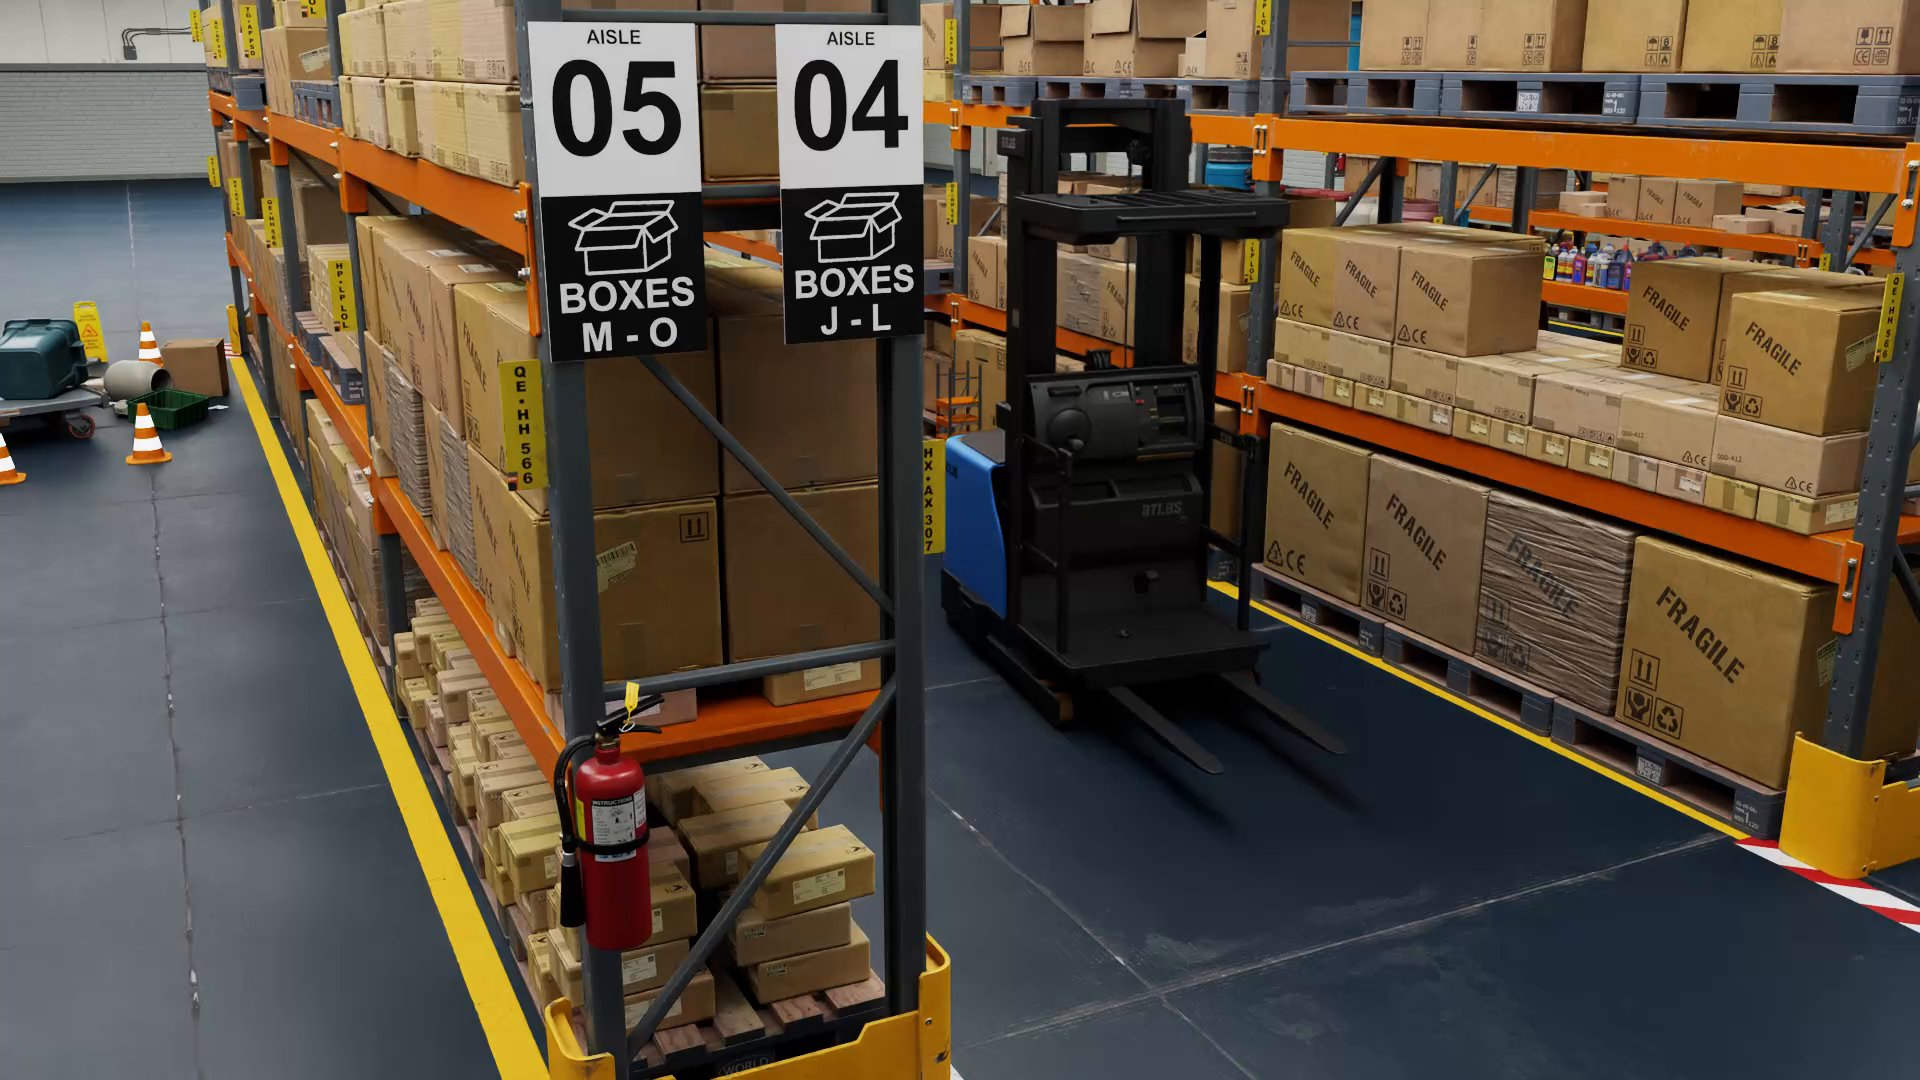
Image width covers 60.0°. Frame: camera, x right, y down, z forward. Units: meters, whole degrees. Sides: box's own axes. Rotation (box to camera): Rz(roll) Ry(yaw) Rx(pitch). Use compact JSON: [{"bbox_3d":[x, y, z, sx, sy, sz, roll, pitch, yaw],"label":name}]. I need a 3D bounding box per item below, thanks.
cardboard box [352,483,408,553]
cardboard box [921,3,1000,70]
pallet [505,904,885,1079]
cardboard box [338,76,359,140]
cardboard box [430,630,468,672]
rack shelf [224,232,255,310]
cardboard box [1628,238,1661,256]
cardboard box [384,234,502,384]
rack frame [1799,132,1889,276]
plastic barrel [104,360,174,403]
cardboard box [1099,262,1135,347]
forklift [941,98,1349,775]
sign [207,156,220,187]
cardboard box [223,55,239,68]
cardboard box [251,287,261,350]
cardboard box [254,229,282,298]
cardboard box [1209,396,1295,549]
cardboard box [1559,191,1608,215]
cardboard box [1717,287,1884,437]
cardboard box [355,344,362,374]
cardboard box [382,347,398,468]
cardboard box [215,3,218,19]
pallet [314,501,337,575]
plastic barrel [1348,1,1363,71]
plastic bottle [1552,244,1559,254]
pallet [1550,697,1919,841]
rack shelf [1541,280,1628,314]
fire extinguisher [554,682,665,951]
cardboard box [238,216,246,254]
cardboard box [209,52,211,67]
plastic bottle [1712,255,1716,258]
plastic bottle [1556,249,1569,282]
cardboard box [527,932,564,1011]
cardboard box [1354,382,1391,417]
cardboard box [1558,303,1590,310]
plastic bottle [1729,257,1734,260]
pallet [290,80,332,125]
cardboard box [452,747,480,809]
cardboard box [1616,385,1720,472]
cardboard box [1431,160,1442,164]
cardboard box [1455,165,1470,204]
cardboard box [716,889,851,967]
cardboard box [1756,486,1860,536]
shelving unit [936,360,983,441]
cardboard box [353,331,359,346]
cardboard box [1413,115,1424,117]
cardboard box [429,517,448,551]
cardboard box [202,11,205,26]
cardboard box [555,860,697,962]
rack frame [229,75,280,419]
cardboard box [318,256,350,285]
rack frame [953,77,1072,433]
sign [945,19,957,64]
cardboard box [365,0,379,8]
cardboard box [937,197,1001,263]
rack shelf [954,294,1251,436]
[{"bbox_3d":[-2.881,-0.144,8.724,0.500,0.250,0.500,-8,18,-26],"label":"cardboard box"},{"bbox_3d":[-0.010,-4.013,13.272,0.500,0.500,0.500,-7,17,-23],"label":"cardboard box"},{"bbox_3d":[-0.932,1.479,5.715,1.003,0.211,1.213,-8,18,-25],"label":"pallet"},{"bbox_3d":[-2.362,-1.852,7.100,0.500,0.250,0.500,-7,17,-22],"label":"cardboard box"},{"bbox_3d":[-2.140,0.496,7.411,0.380,0.149,0.250,-8,18,-26],"label":"cardboard box"},{"bbox_3d":[-6.708,-2.763,16.744,1.077,0.370,4.000,-8,18,-25],"label":"rack shelf"},{"bbox_3d":[10.749,-4.570,25.813,0.500,0.311,0.500,-6,17,-20],"label":"cardboard box"},{"bbox_3d":[-1.915,-0.904,6.429,0.500,0.500,0.500,-7,18,-24],"label":"cardboard box"},{"bbox_3d":[9.330,-3.391,17.630,1.000,3.000,0.127,-8,18,-25],"label":"rack frame"},{"bbox_3d":[-7.708,-1.470,15.606,0.512,0.421,0.421,4,16,13],"label":"plastic barrel"},{"bbox_3d":[1.280,-1.586,11.159,0.500,0.500,0.500,-8,18,-26],"label":"cardboard box"},{"bbox_3d":[0.867,-0.633,8.143,1.130,2.935,3.031,-6,17,-19],"label":"forklift"},{"bbox_3d":[-8.086,-3.993,18.014,0.100,0.325,0.005,-8,18,-25],"label":"sign"},{"bbox_3d":[-6.279,-4.235,14.646,0.380,0.149,0.250,-8,18,-25],"label":"cardboard box"},{"bbox_3d":[-6.840,-2.407,17.290,0.875,0.875,0.875,-8,18,-26],"label":"cardboard box"},{"bbox_3d":[-5.405,-2.248,13.466,0.500,0.500,0.500,-8,18,-25],"label":"cardboard box"},{"bbox_3d":[1.877,-0.540,10.785,1.225,0.875,0.875,-8,18,-25],"label":"cardboard box"},{"bbox_3d":[7.833,-4.194,20.700,0.500,0.250,0.500,-6,17,-21],"label":"cardboard box"},{"bbox_3d":[3.478,-0.732,6.735,0.500,0.500,0.500,-7,18,-24],"label":"cardboard box"},{"bbox_3d":[-3.010,-0.973,8.897,0.380,0.149,0.250,-9,18,-28],"label":"cardboard box"},{"bbox_3d":[-2.113,-0.545,6.990,0.500,0.500,0.500,-8,18,-25],"label":"cardboard box"},{"bbox_3d":[-6.389,-4.682,14.756,0.380,0.149,0.250,-8,18,-25],"label":"cardboard box"},{"bbox_3d":[-3.738,-0.086,11.169,1.003,0.211,1.213,-8,18,-25],"label":"pallet"},{"bbox_3d":[4.114,-5.044,17.042,0.600,0.901,0.708,-8,18,-25],"label":"plastic barrel"},{"bbox_3d":[5.471,-2.618,15.297,0.097,0.201,0.097,0,16,0],"label":"plastic bottle"},{"bbox_3d":[3.508,0.940,7.592,1.003,0.211,1.213,-8,18,-25],"label":"pallet"},{"bbox_3d":[5.752,-1.952,13.918,1.077,0.370,4.000,-8,18,-25],"label":"rack shelf"},{"bbox_3d":[-0.879,0.698,4.198,0.296,0.674,0.183,-8,18,-25],"label":"fire extinguisher"},{"bbox_3d":[-6.719,-3.176,16.607,0.875,0.550,0.500,-8,18,-25],"label":"cardboard box"},{"bbox_3d":[-7.389,-4.863,16.835,0.380,0.149,0.250,-8,18,-24],"label":"cardboard box"},{"bbox_3d":[6.234,-2.220,13.781,0.097,0.271,0.097,0,16,0],"label":"plastic bottle"},{"bbox_3d":[5.163,-2.348,14.229,0.097,0.271,0.097,0,16,0],"label":"plastic bottle"},{"bbox_3d":[-1.197,1.375,5.429,0.380,0.149,0.250,-7,17,-23],"label":"cardboard box"},{"bbox_3d":[2.354,-0.773,8.963,0.380,0.149,0.250,-8,18,-26],"label":"cardboard box"},{"bbox_3d":[7.755,-3.006,20.512,0.500,0.250,0.500,-7,18,-24],"label":"cardboard box"},{"bbox_3d":[5.980,-2.030,12.974,0.144,0.351,0.185,-8,18,-25],"label":"plastic bottle"},{"bbox_3d":[-2.959,-2.403,9.089,1.213,0.211,1.003,-8,18,-25],"label":"pallet"},{"bbox_3d":[-1.771,0.906,6.524,0.380,0.149,0.250,-7,18,-24],"label":"cardboard box"},{"bbox_3d":[3.256,-0.496,7.274,0.500,0.250,0.500,-8,18,-26],"label":"cardboard box"},{"bbox_3d":[6.592,-5.165,22.453,0.380,0.149,0.250,-7,17,-23],"label":"cardboard box"},{"bbox_3d":[6.925,-4.795,22.341,0.700,0.500,0.500,-7,18,-24],"label":"cardboard box"},{"bbox_3d":[-0.574,1.228,5.403,0.380,0.149,0.250,-7,17,-23],"label":"cardboard box"},{"bbox_3d":[3.476,-0.139,6.753,0.380,0.149,0.250,-7,18,-24],"label":"cardboard box"},{"bbox_3d":[-0.006,-0.580,11.098,0.258,1.200,0.189,-8,18,-25],"label":"shelving unit"},{"bbox_3d":[-3.025,-1.122,8.877,0.380,0.149,0.250,-8,18,-27],"label":"cardboard box"},{"bbox_3d":[6.498,-5.661,23.008,0.700,0.500,0.500,-8,18,-25],"label":"cardboard box"},{"bbox_3d":[-1.877,-0.078,6.539,0.380,0.149,0.250,-7,17,-22],"label":"cardboard box"},{"bbox_3d":[-7.503,-5.312,16.951,0.380,0.149,0.250,-8,18,-26],"label":"cardboard box"},{"bbox_3d":[-1.034,1.145,5.152,0.380,0.149,0.250,-7,18,-24],"label":"cardboard box"},{"bbox_3d":[-5.832,-2.612,14.916,1.000,3.000,0.127,-8,18,-25],"label":"rack frame"},{"bbox_3d":[-3.712,-1.656,10.200,0.380,0.149,0.250,-8,18,-27],"label":"cardboard box"},{"bbox_3d":[0.423,-2.195,13.461,1.000,3.000,0.127,-8,18,-25],"label":"rack frame"},{"bbox_3d":[-0.065,-3.820,12.750,0.100,0.325,0.005,-8,18,-25],"label":"sign"},{"bbox_3d":[-2.094,-2.132,6.447,0.380,0.149,0.250,-8,18,-26],"label":"cardboard box"},{"bbox_3d":[0.151,-2.574,13.839,0.500,0.500,0.500,-10,19,-32],"label":"cardboard box"},{"bbox_3d":[1.300,-1.353,11.832,1.077,0.370,4.000,-8,18,-25],"label":"rack shelf"}]
